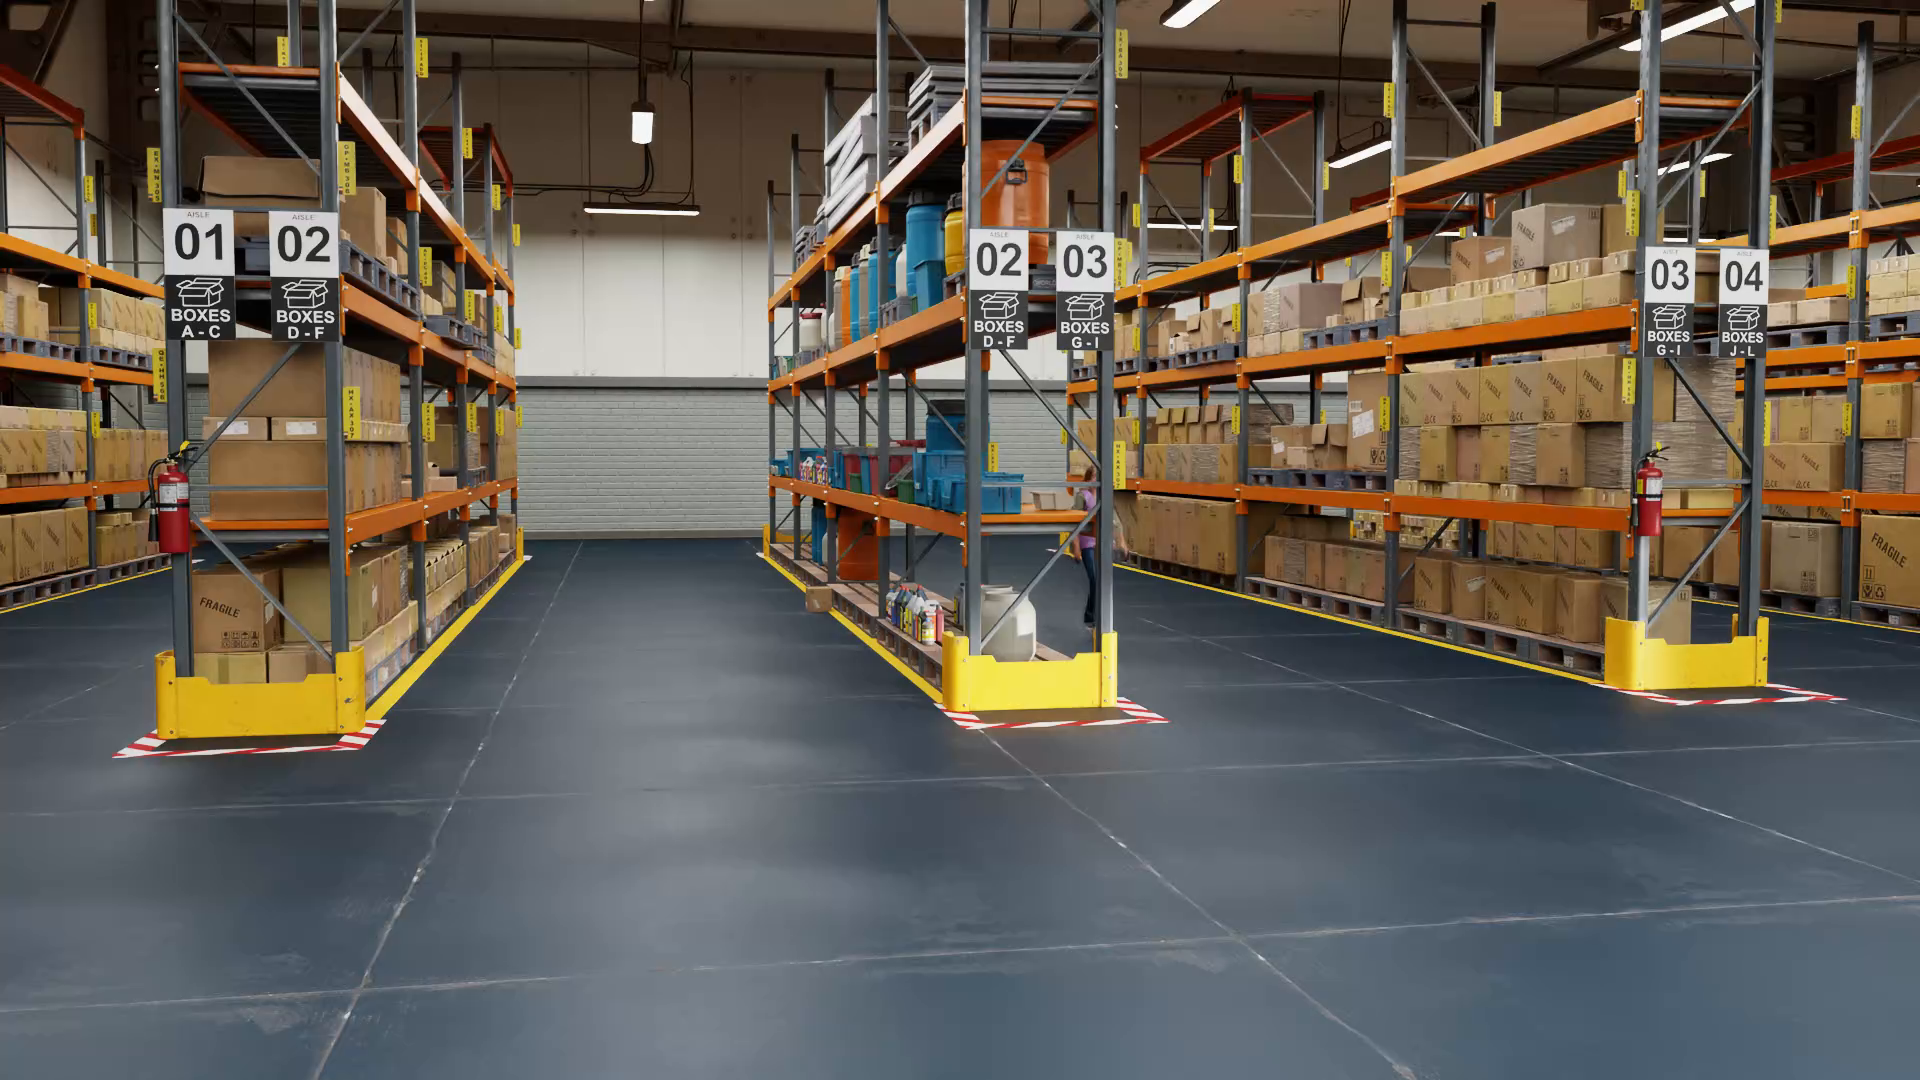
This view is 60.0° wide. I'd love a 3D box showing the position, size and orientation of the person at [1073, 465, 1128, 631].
[{"bbox_3d":[1.313,0.103,15.381,0.423,1.602,0.745,-2,4,-27],"label":"person"}]
